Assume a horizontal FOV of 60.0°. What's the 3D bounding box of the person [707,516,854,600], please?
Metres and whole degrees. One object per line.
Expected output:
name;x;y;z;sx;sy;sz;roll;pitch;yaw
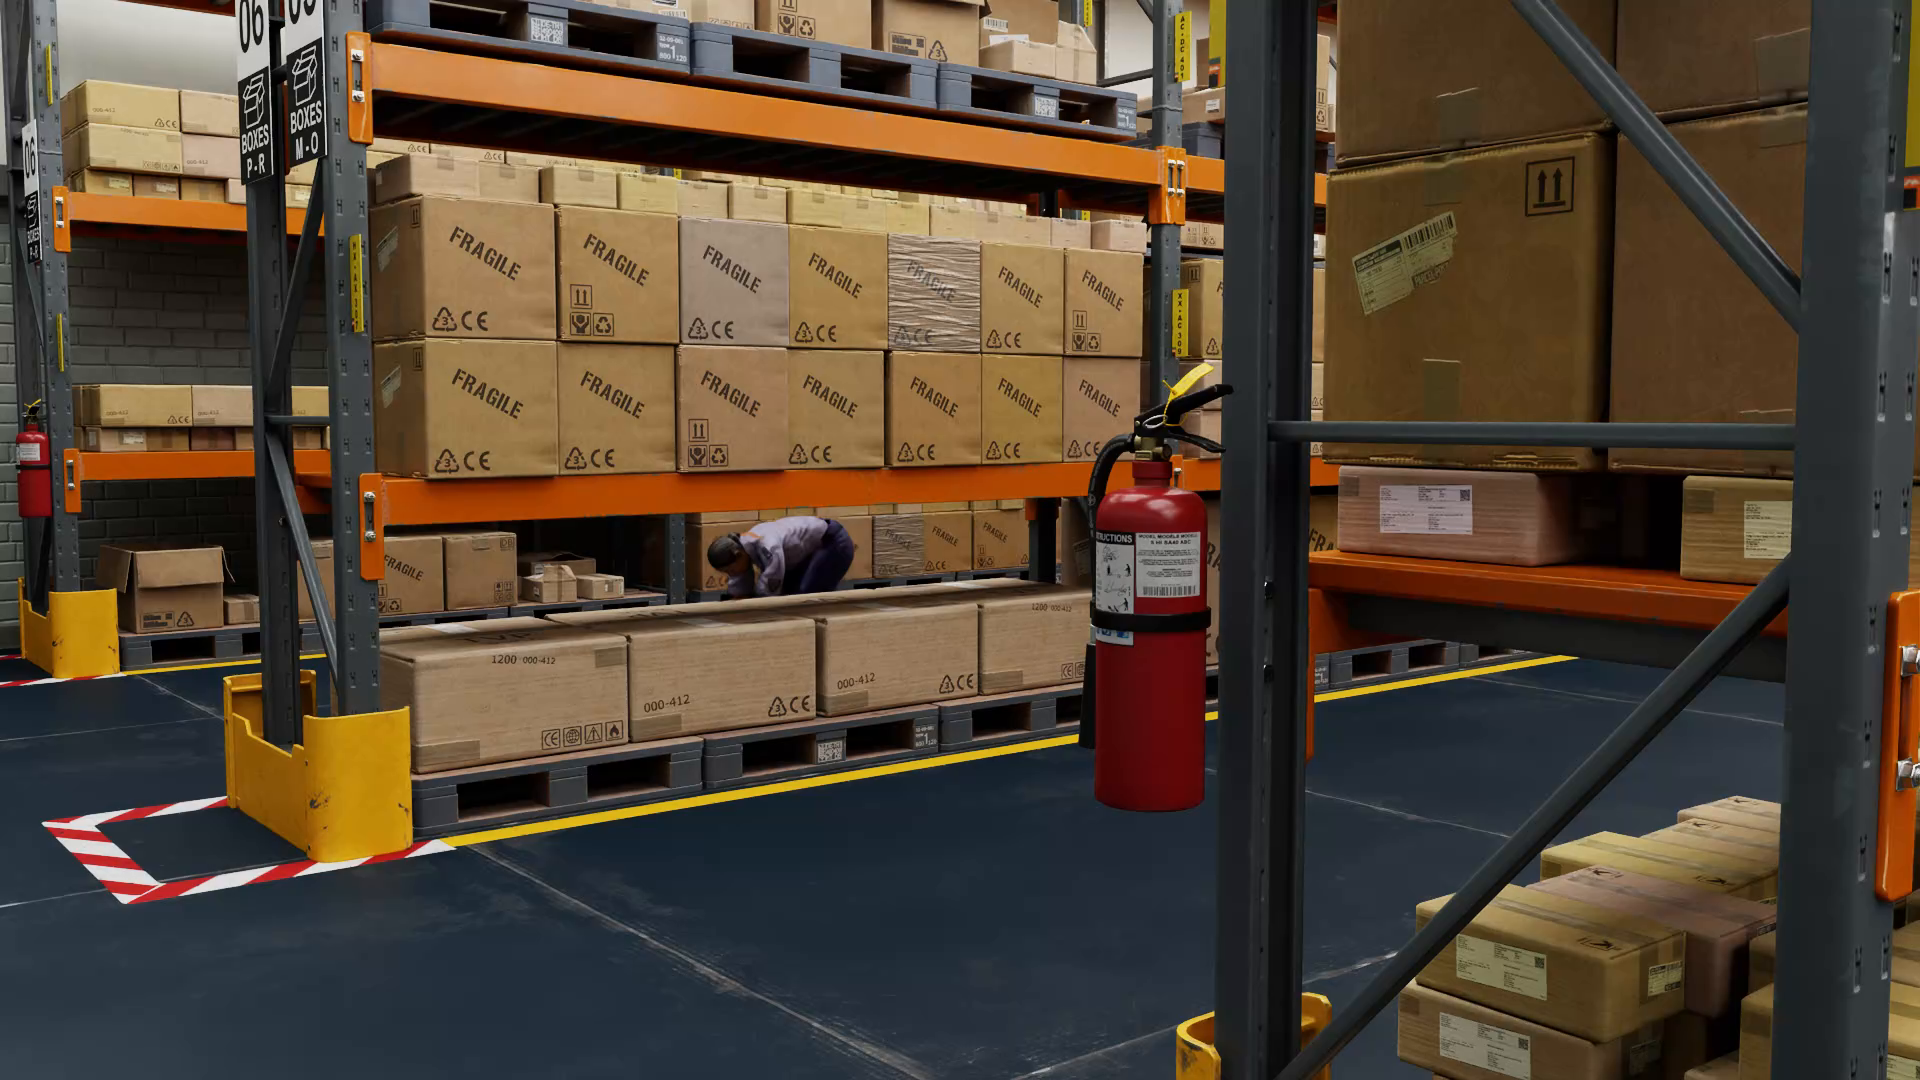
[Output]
person;-1.018;0.353;9.291;0.907;0.956;0.480;-4;6;-41
